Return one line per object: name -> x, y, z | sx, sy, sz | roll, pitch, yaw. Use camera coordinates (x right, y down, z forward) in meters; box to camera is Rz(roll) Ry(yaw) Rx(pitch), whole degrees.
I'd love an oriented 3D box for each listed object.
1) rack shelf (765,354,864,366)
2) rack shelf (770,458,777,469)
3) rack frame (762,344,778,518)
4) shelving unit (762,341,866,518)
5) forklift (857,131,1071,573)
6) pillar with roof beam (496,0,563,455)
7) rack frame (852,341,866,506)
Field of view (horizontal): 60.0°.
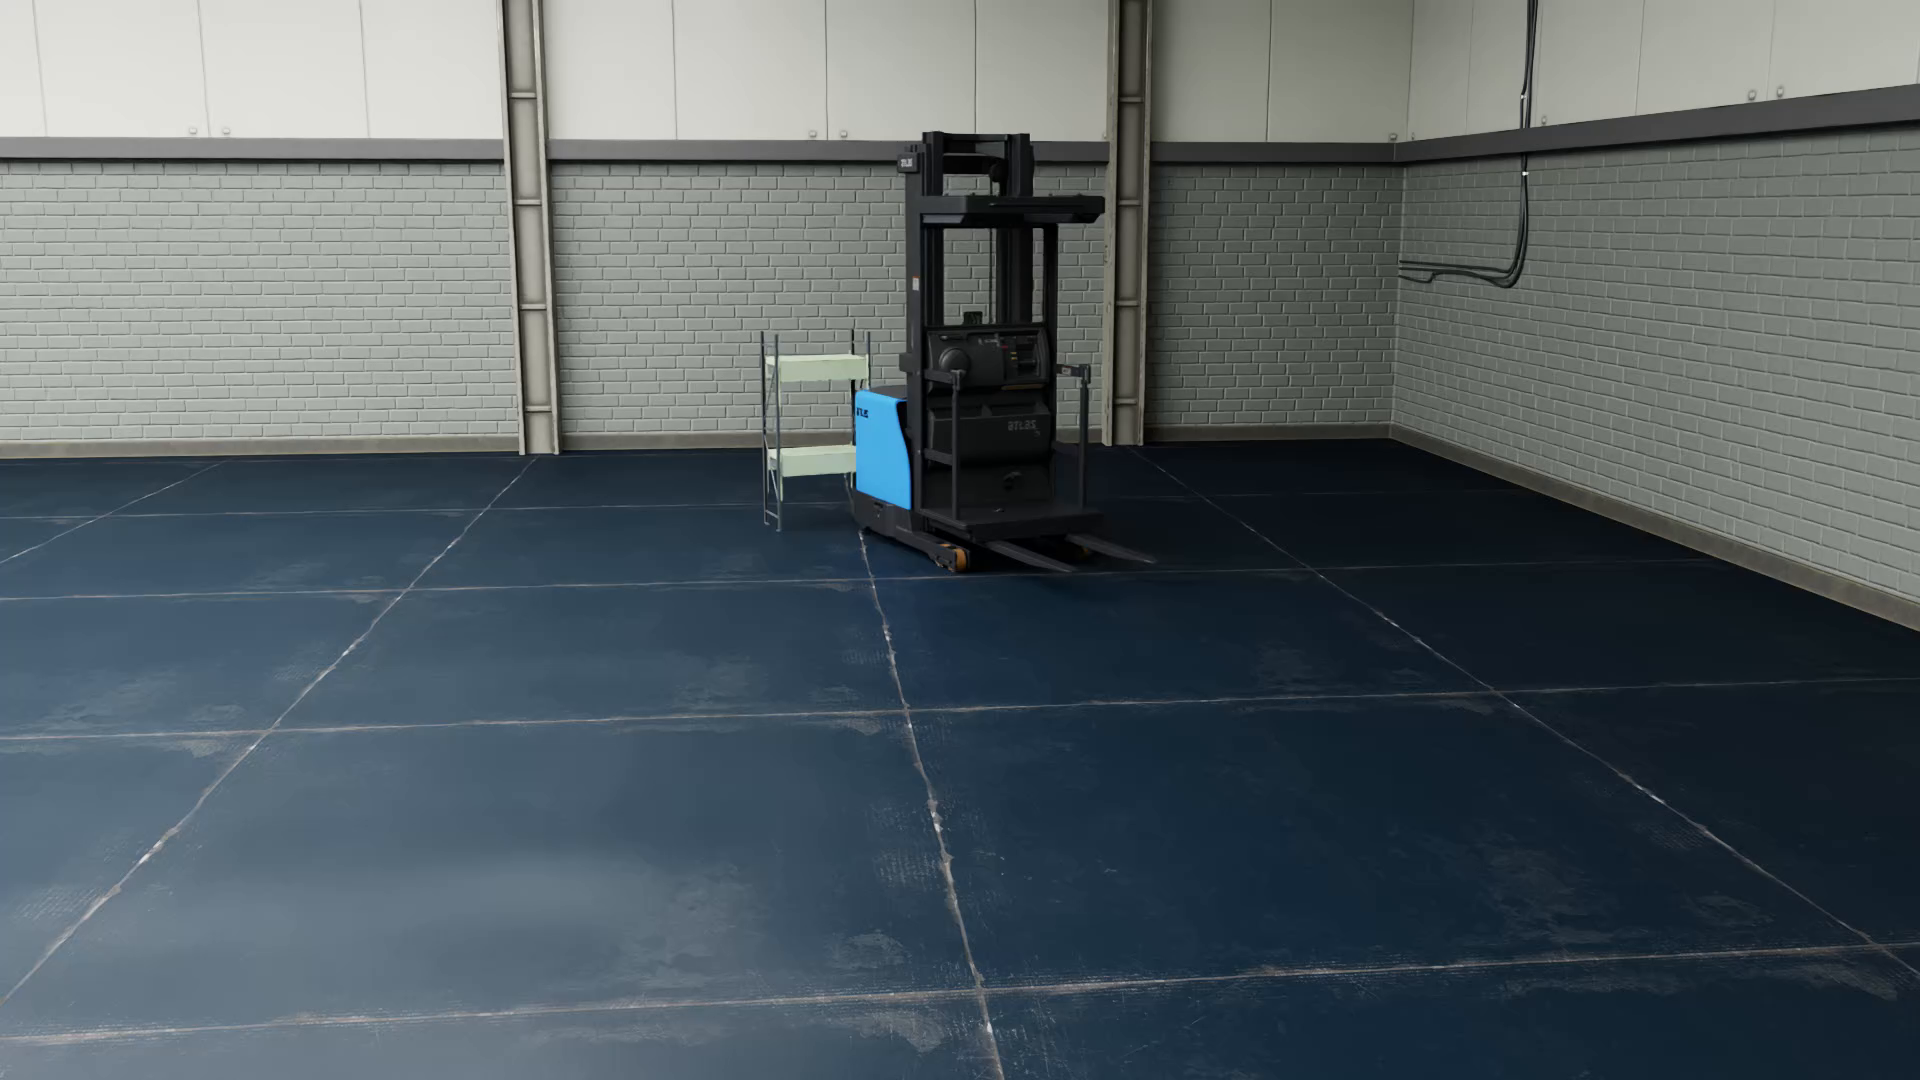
rack shelf -> -1.108, -1.373, 12.750 | 0.686, 0.052, 0.368 | -5, 12, -23
rack shelf -> -1.108, -0.610, 12.900 | 0.664, 0.071, 0.332 | -5, 12, -23
rack frame -> -1.445, -0.832, 12.710 | 0.010, 1.308, 0.380 | -5, 12, -23
shelving unit -> -1.109, -0.859, 12.852 | 0.742, 1.308, 0.380 | -5, 12, -23
forklift -> 0.290, -1.313, 11.446 | 1.109, 2.935, 3.031 | -5, 12, -26
pillar with roof beam -> -3.788, -4.481, 11.833 | 0.400, 9.000, 9.100 | -1, 11, -6
rack frame -> -0.773, -0.887, 12.994 | 0.010, 1.308, 0.380 | -5, 12, -23
